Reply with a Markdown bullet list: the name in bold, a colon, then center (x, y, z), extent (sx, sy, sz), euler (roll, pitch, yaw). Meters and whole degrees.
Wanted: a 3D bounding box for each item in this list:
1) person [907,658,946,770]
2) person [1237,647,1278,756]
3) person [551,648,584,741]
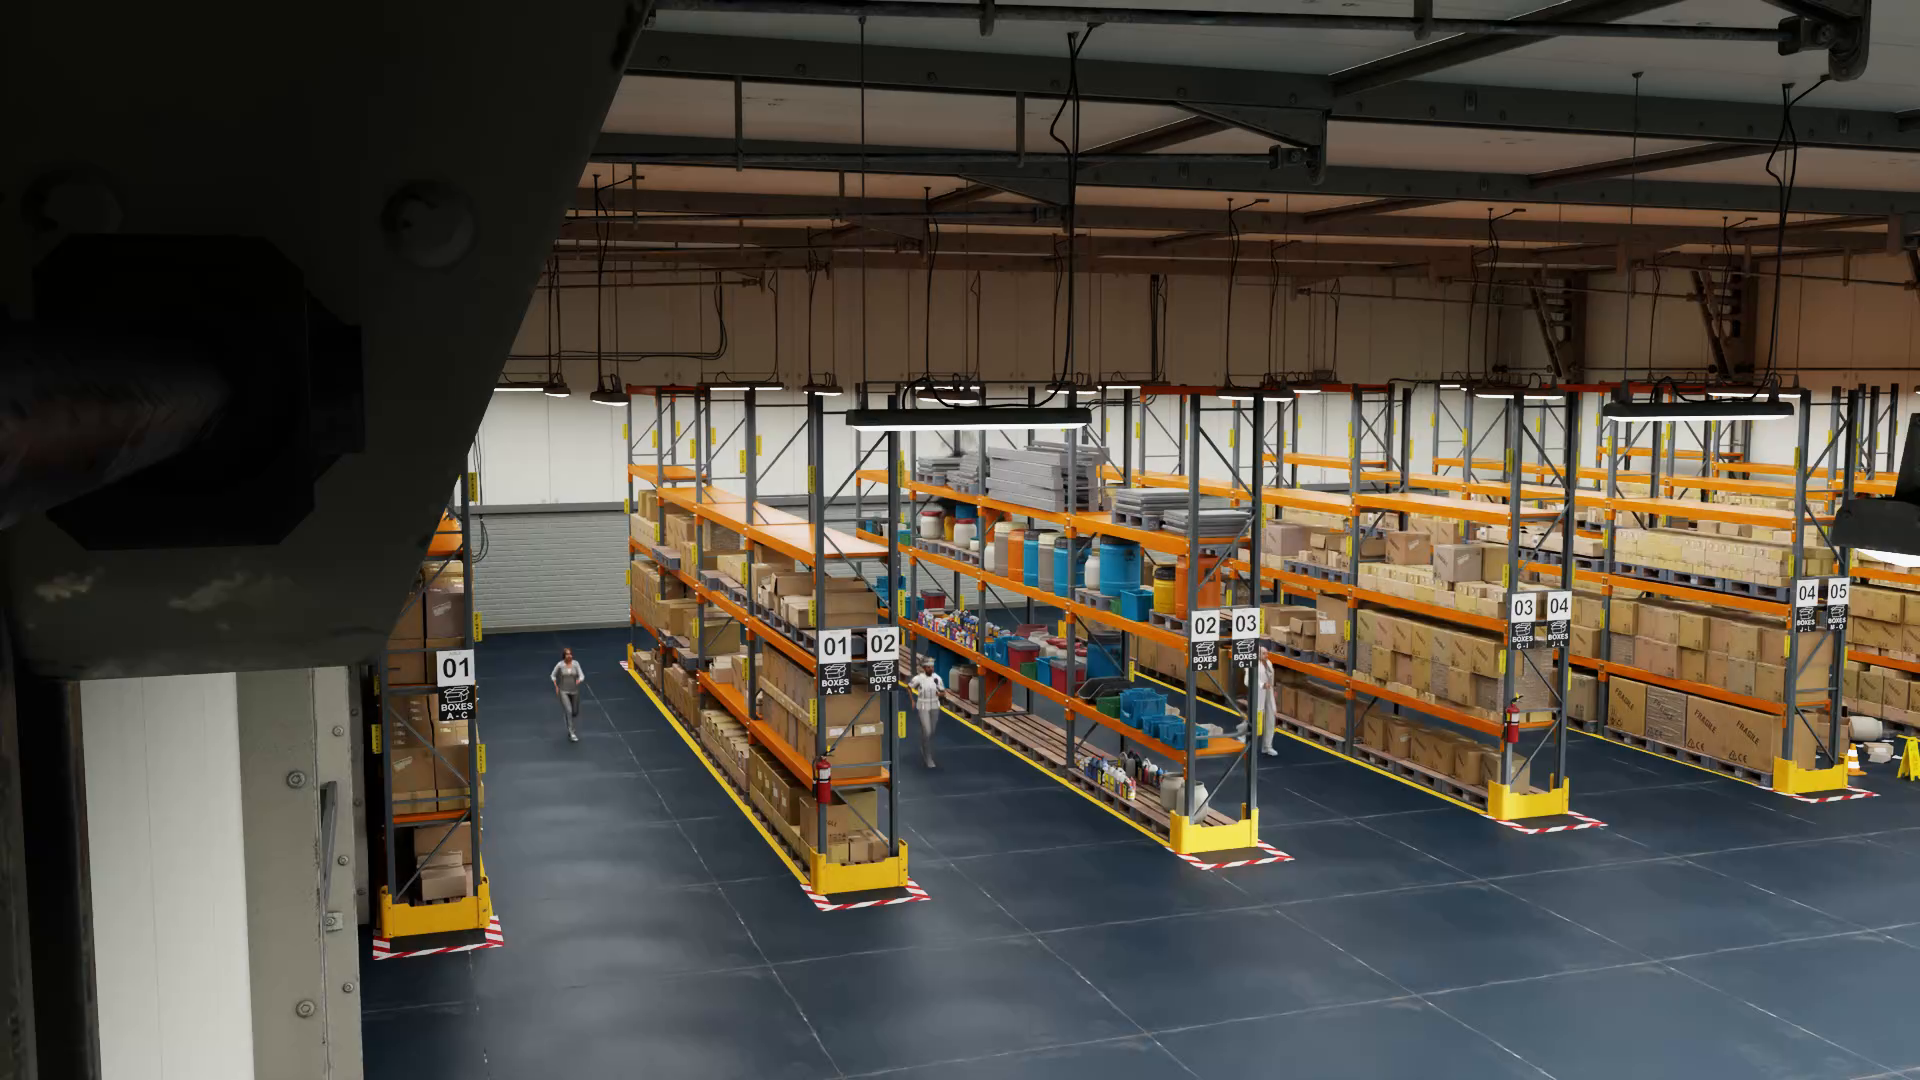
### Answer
- **person**: center (-0.513, 2.732, 26.628), extent (0.557, 1.738, 0.818), euler (-3, 6, -25)
- **person**: center (4.933, 2.620, 27.395), extent (0.710, 1.753, 0.901), euler (-4, 7, -32)
- **person**: center (-6.706, 2.610, 28.442), extent (0.538, 1.568, 0.736), euler (-3, 7, -26)
